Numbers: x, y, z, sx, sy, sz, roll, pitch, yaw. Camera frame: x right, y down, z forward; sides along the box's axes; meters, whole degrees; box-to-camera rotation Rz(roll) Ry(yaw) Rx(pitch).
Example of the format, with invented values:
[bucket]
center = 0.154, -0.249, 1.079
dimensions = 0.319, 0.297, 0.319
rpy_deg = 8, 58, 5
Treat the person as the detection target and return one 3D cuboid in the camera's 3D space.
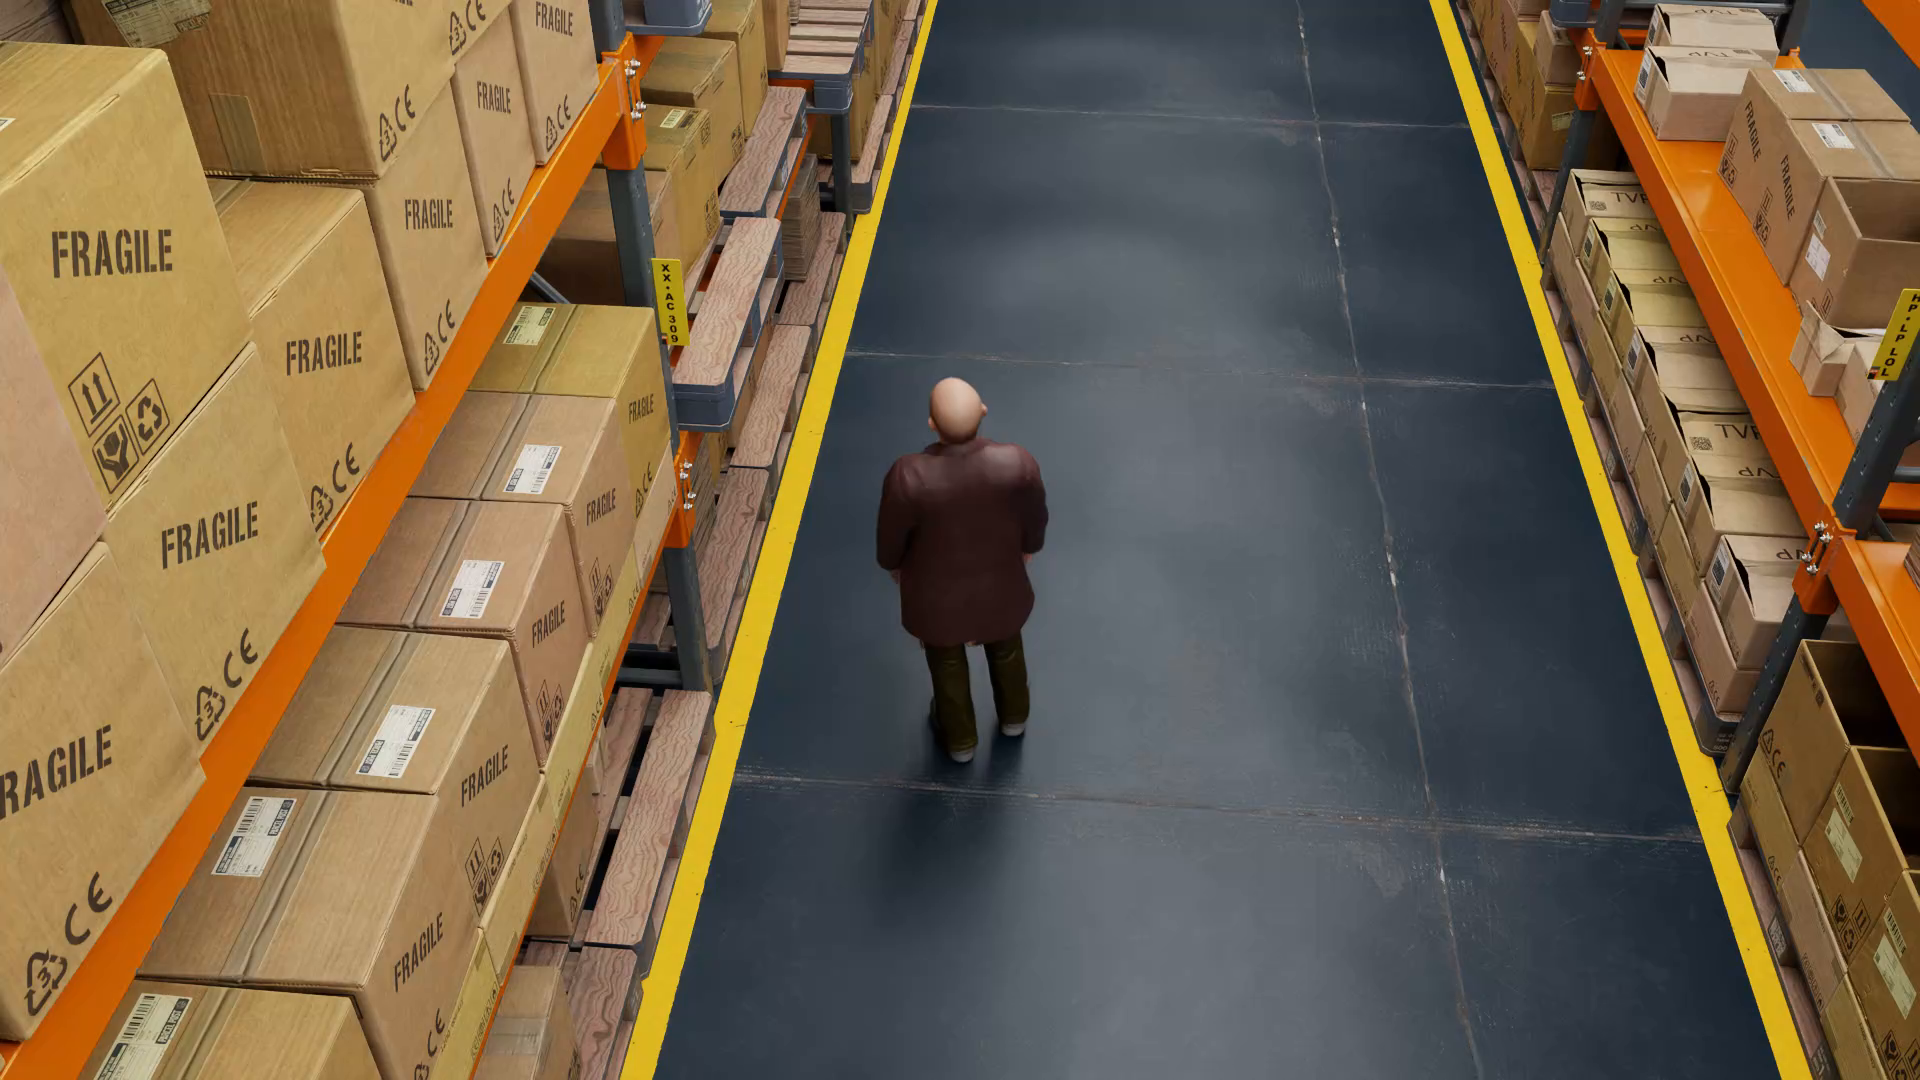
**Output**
[person]
center = -0.001, 0.065, 6.073
dimensions = 0.698, 1.779, 0.579
rpy_deg = -4, 40, -5
